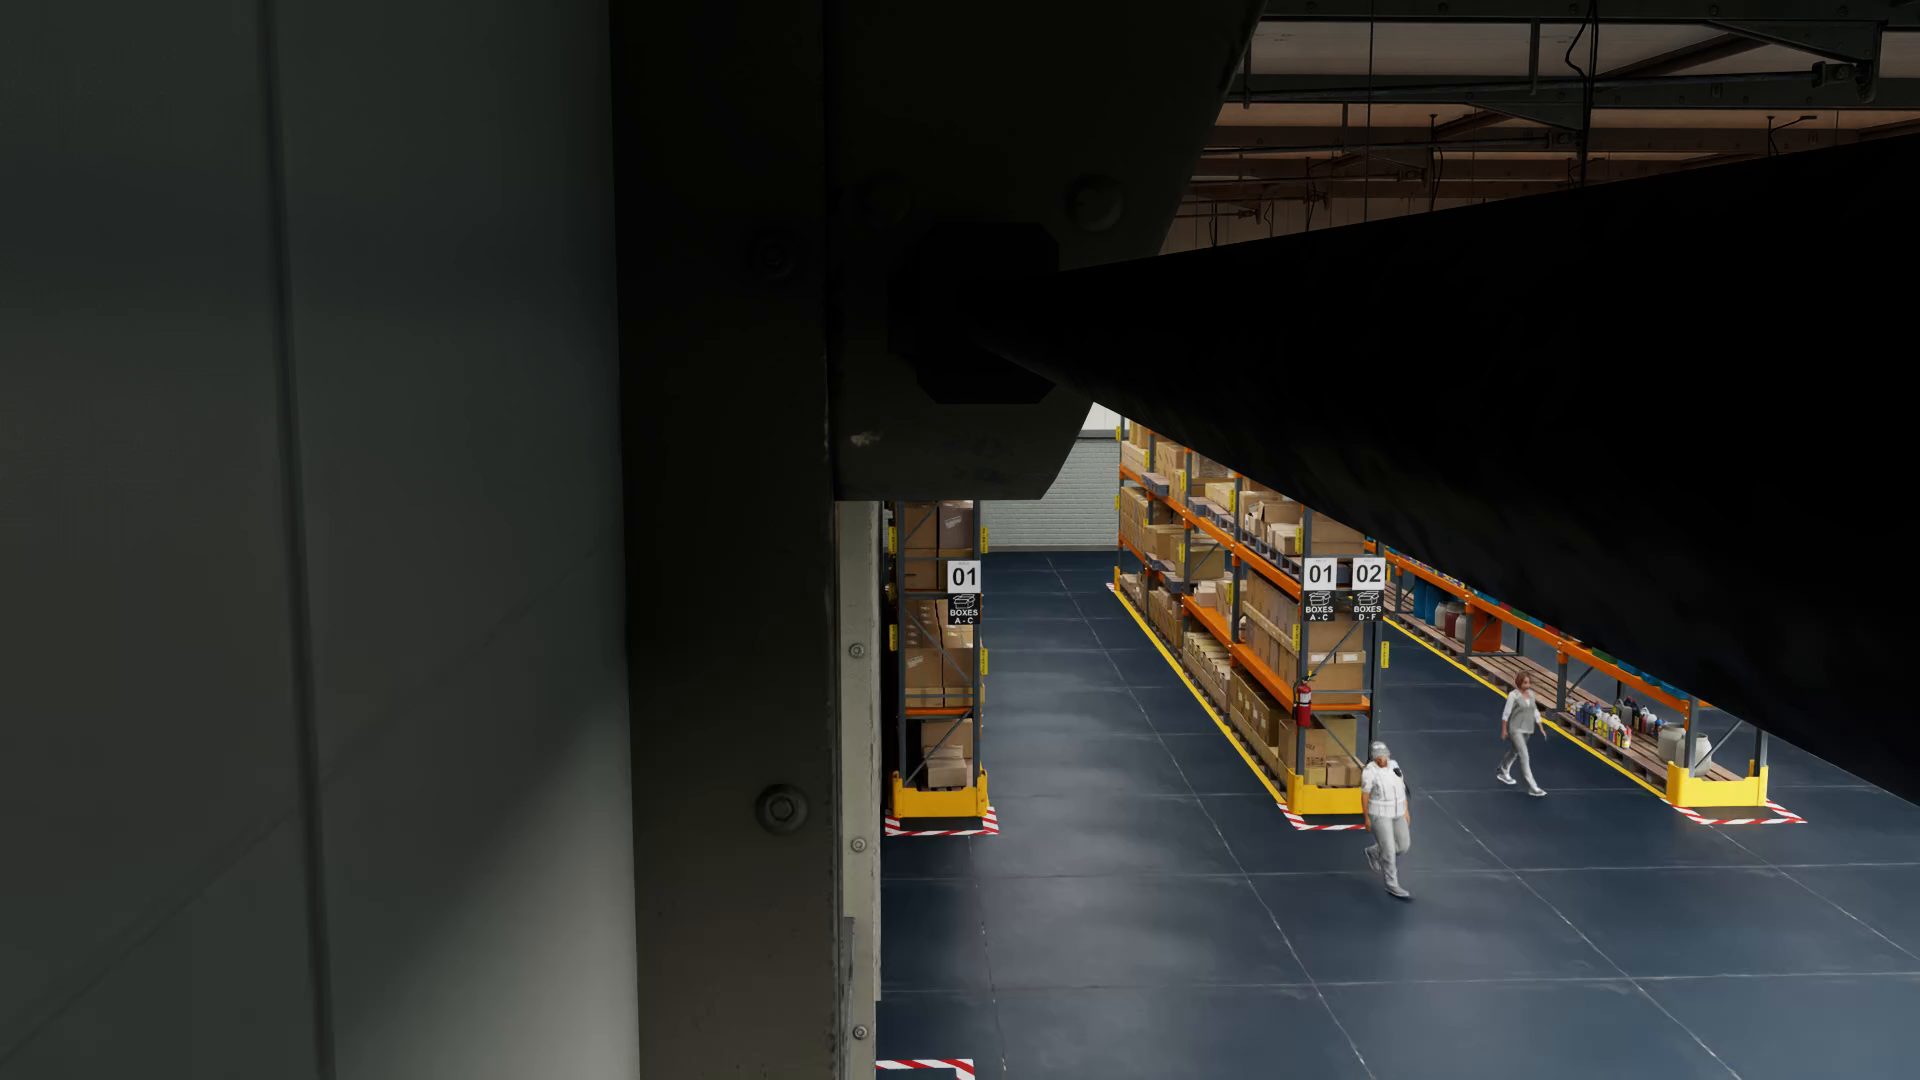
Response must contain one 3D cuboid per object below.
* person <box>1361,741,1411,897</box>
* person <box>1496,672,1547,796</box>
[{"bbox_3d":[4.594,2.962,17.864,0.495,1.632,0.674,-4,9,-27],"label":"person"},{"bbox_3d":[7.273,2.466,21.469,0.432,1.541,0.896,-4,9,-26],"label":"person"}]
